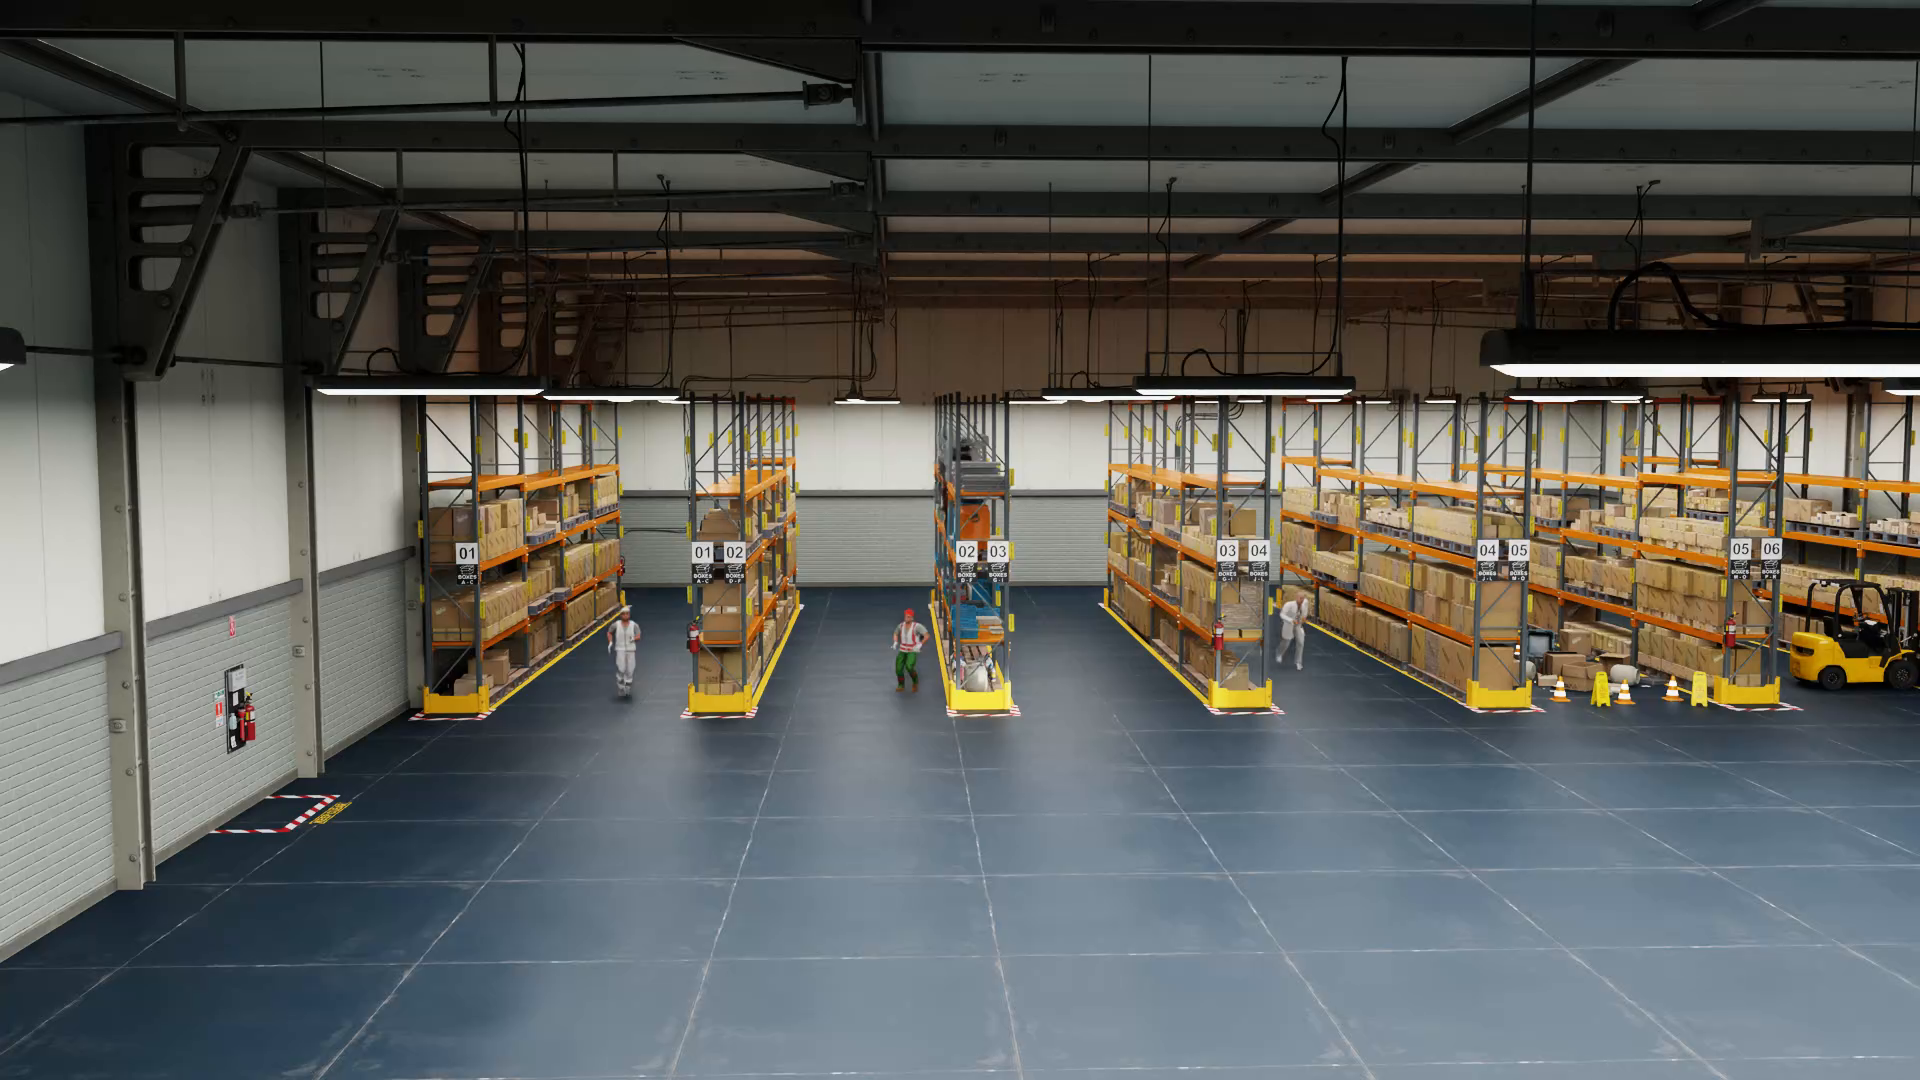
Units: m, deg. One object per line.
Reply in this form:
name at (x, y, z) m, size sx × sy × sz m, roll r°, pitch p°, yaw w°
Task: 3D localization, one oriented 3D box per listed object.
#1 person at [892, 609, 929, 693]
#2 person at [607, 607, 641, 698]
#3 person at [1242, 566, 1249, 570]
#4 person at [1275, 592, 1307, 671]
person at (-1.008, 2.218, 33.157) m, size 0.758 × 1.692 × 0.646 m, roll 2°, pitch 5°, yaw 20°
person at (-6.587, 2.210, 32.721) m, size 0.641 × 1.777 × 0.694 m, roll -2°, pitch 5°, yaw -18°
person at (7.971, 1.090, 47.090) m, size 0.651 × 1.743 × 0.607 m, roll 2°, pitch 5°, yaw 21°
person at (7.268, 1.970, 36.602) m, size 0.755 × 1.743 × 1.067 m, roll -2°, pitch 5°, yaw -22°
